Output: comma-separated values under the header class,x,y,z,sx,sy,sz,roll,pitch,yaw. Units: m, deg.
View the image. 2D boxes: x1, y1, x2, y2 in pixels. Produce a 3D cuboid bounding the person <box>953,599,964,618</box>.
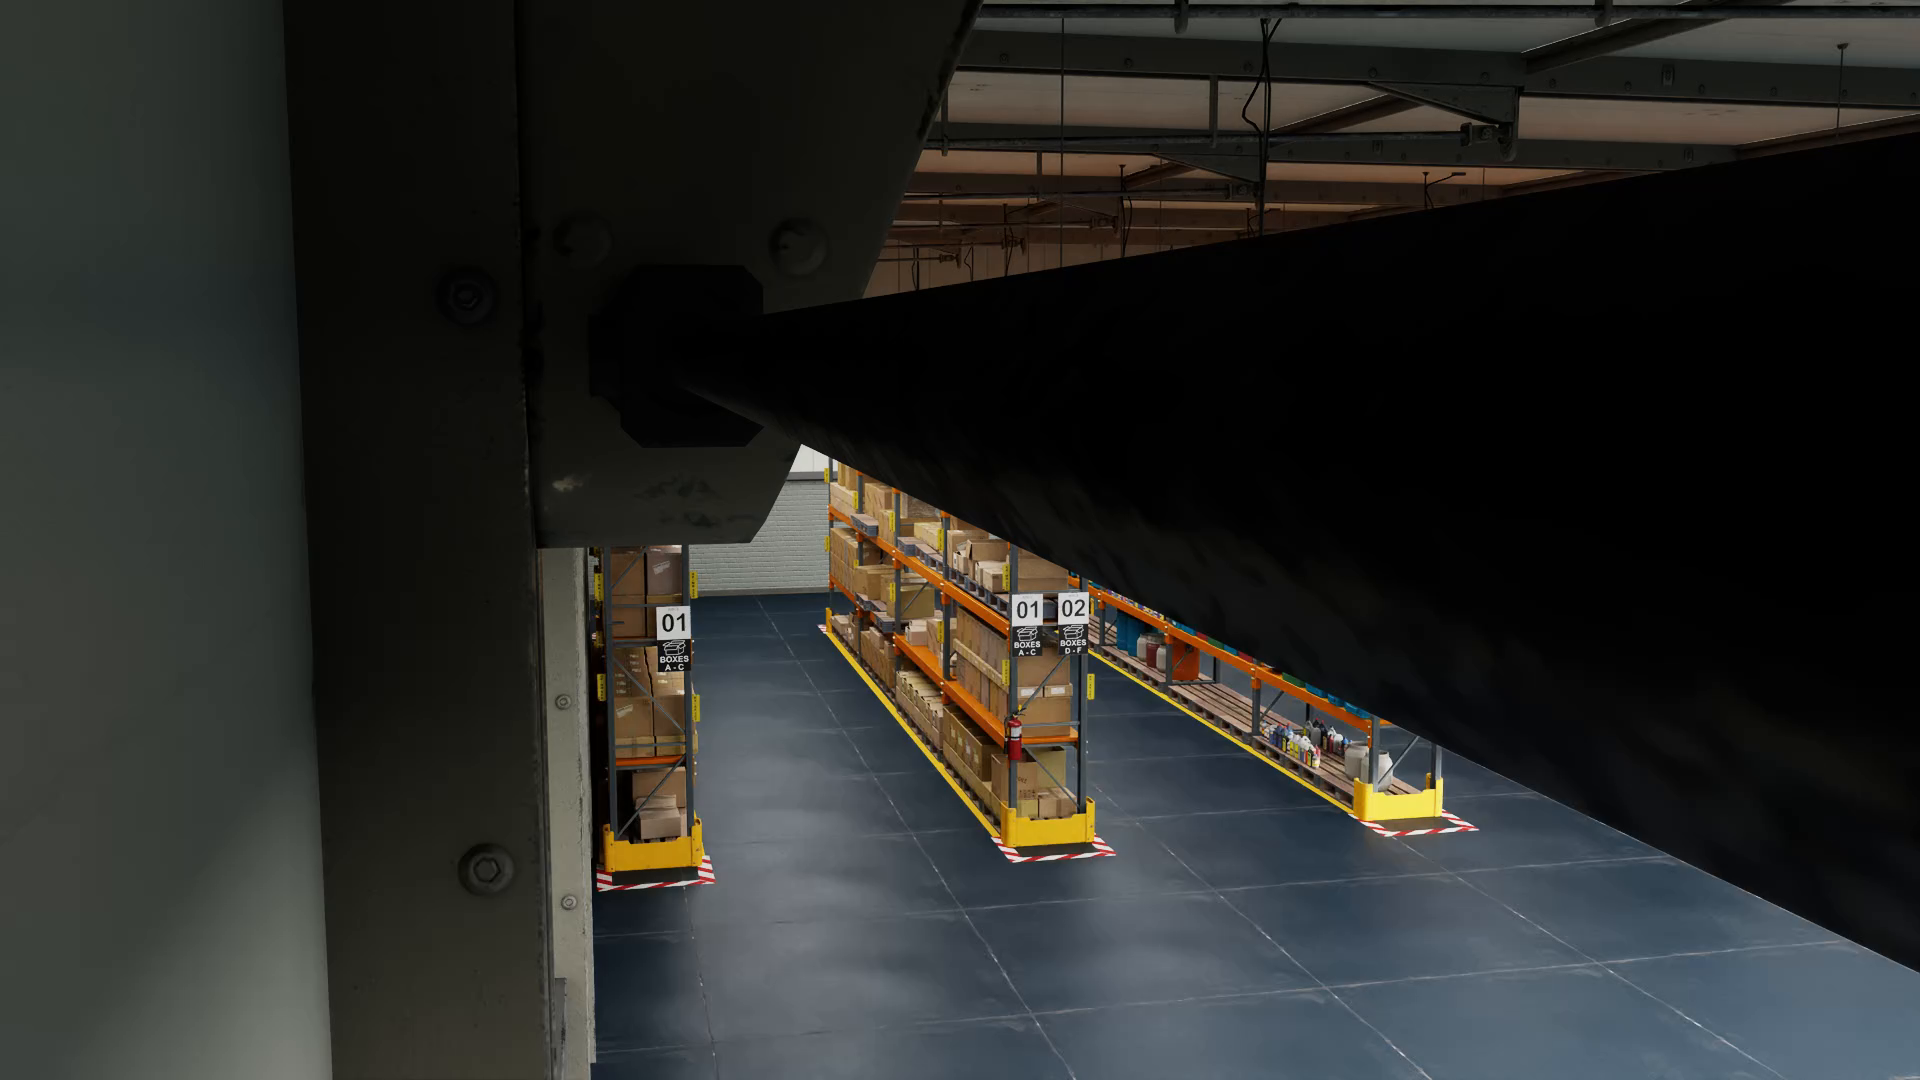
class,x,y,z,sx,sy,sz,roll,pitch,yaw
person,0.038,1.314,35.001,0.666,1.699,0.953,-4,8,-27
